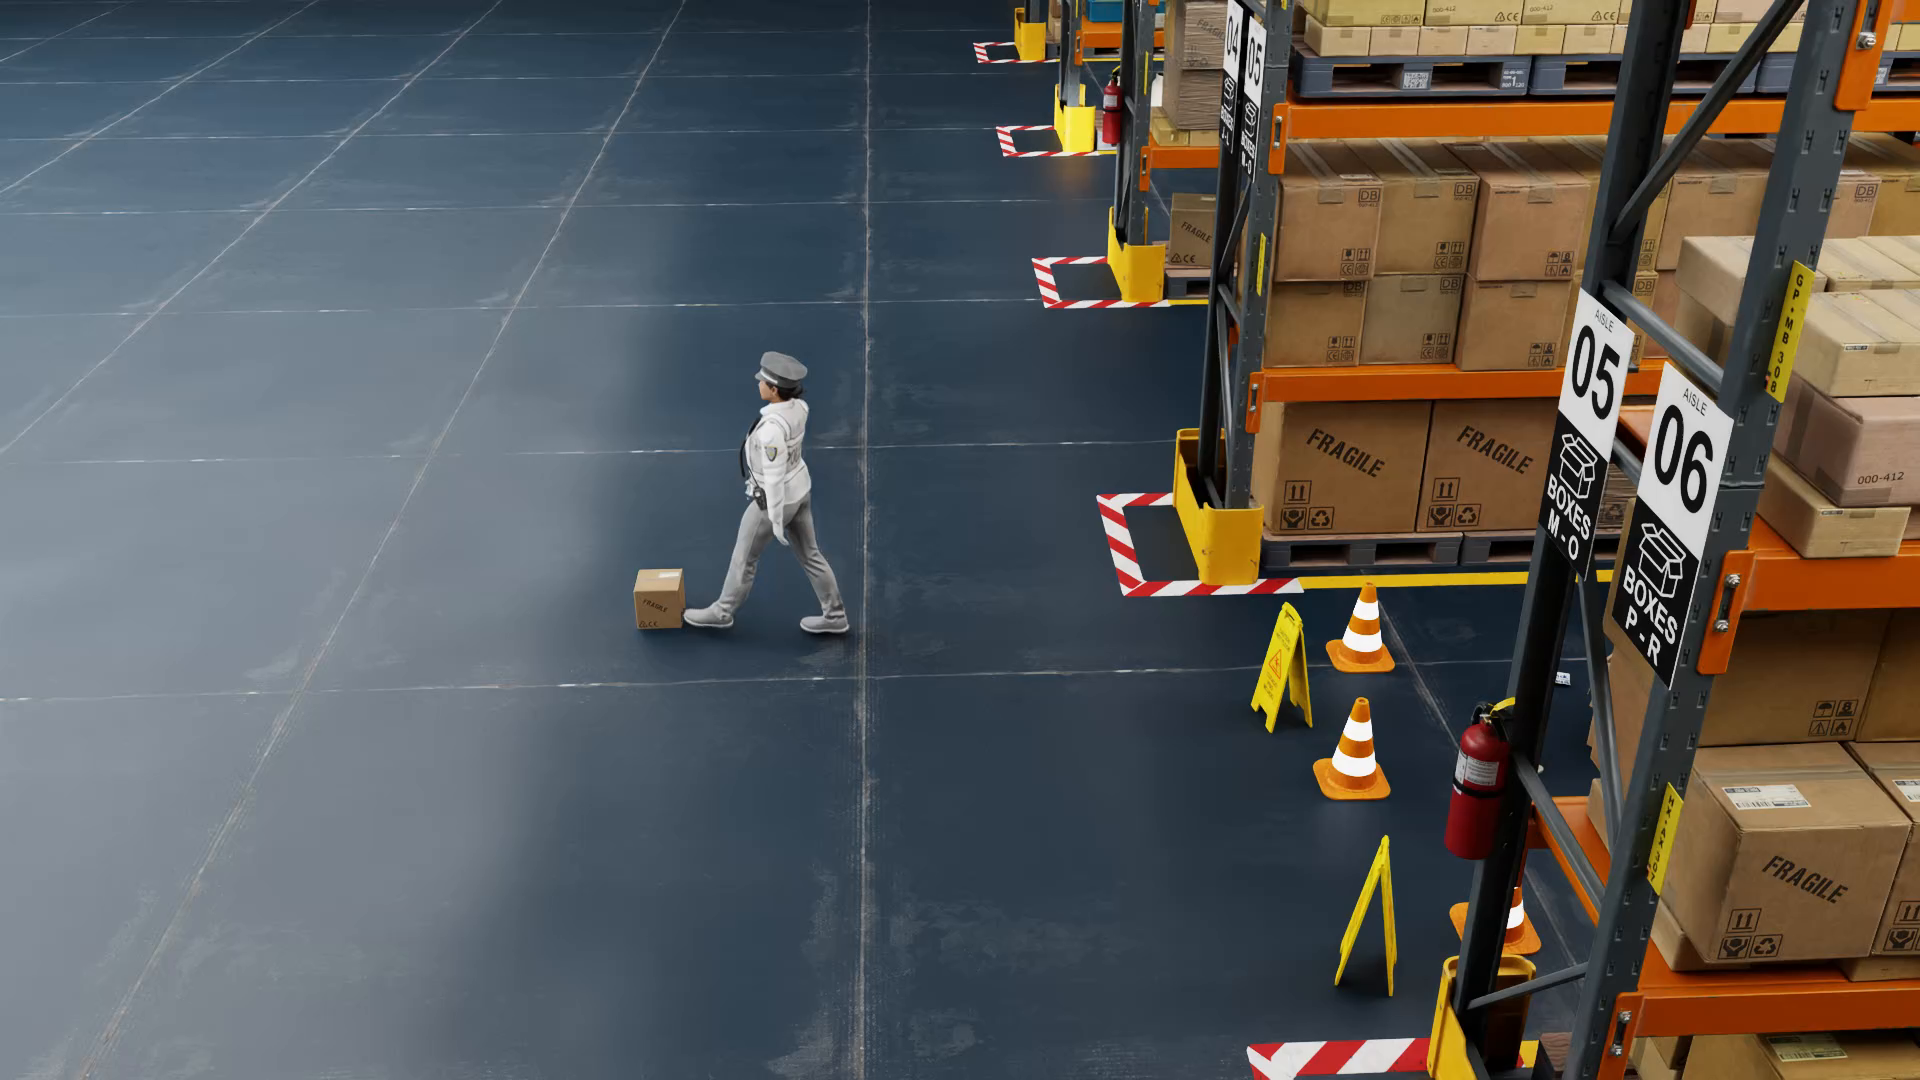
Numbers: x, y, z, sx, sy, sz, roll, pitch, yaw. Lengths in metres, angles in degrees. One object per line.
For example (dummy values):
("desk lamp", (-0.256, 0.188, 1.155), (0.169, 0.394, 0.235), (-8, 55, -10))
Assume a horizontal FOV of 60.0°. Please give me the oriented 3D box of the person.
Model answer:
("person", (-1.071, -0.255, 9.063), (0.917, 1.641, 0.522), (10, 29, 18))
